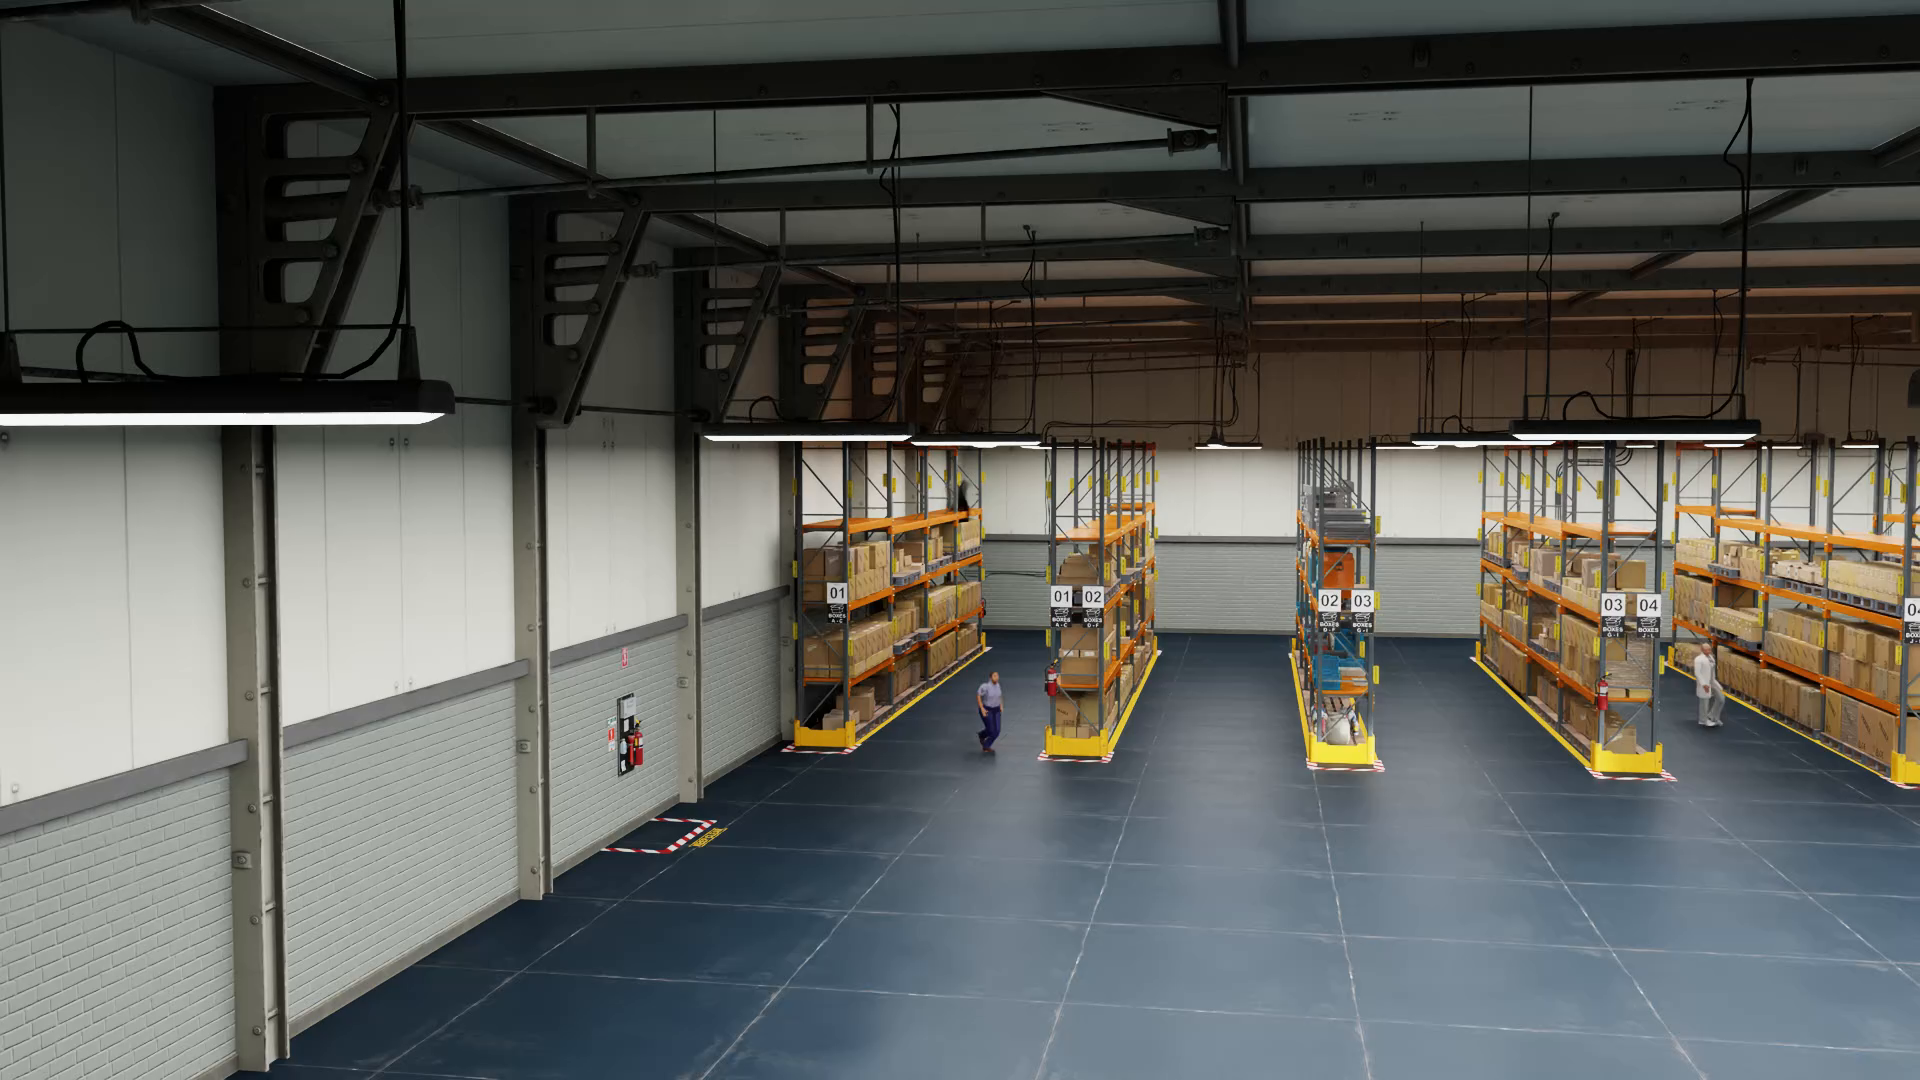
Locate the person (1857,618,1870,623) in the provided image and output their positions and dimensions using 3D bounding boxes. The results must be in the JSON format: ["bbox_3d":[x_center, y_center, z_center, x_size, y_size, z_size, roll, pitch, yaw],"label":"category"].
[{"bbox_3d":[24.625,2.499,45.186,0.886,1.703,0.579,0,3,6],"label":"person"}]

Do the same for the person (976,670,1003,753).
[{"bbox_3d":[0.564,3.266,31.668,0.613,1.564,0.538,-2,4,-37],"label":"person"}]

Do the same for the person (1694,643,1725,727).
[{"bbox_3d":[15.556,3.011,34.588,0.736,1.764,0.554,-1,3,-20],"label":"person"}]
